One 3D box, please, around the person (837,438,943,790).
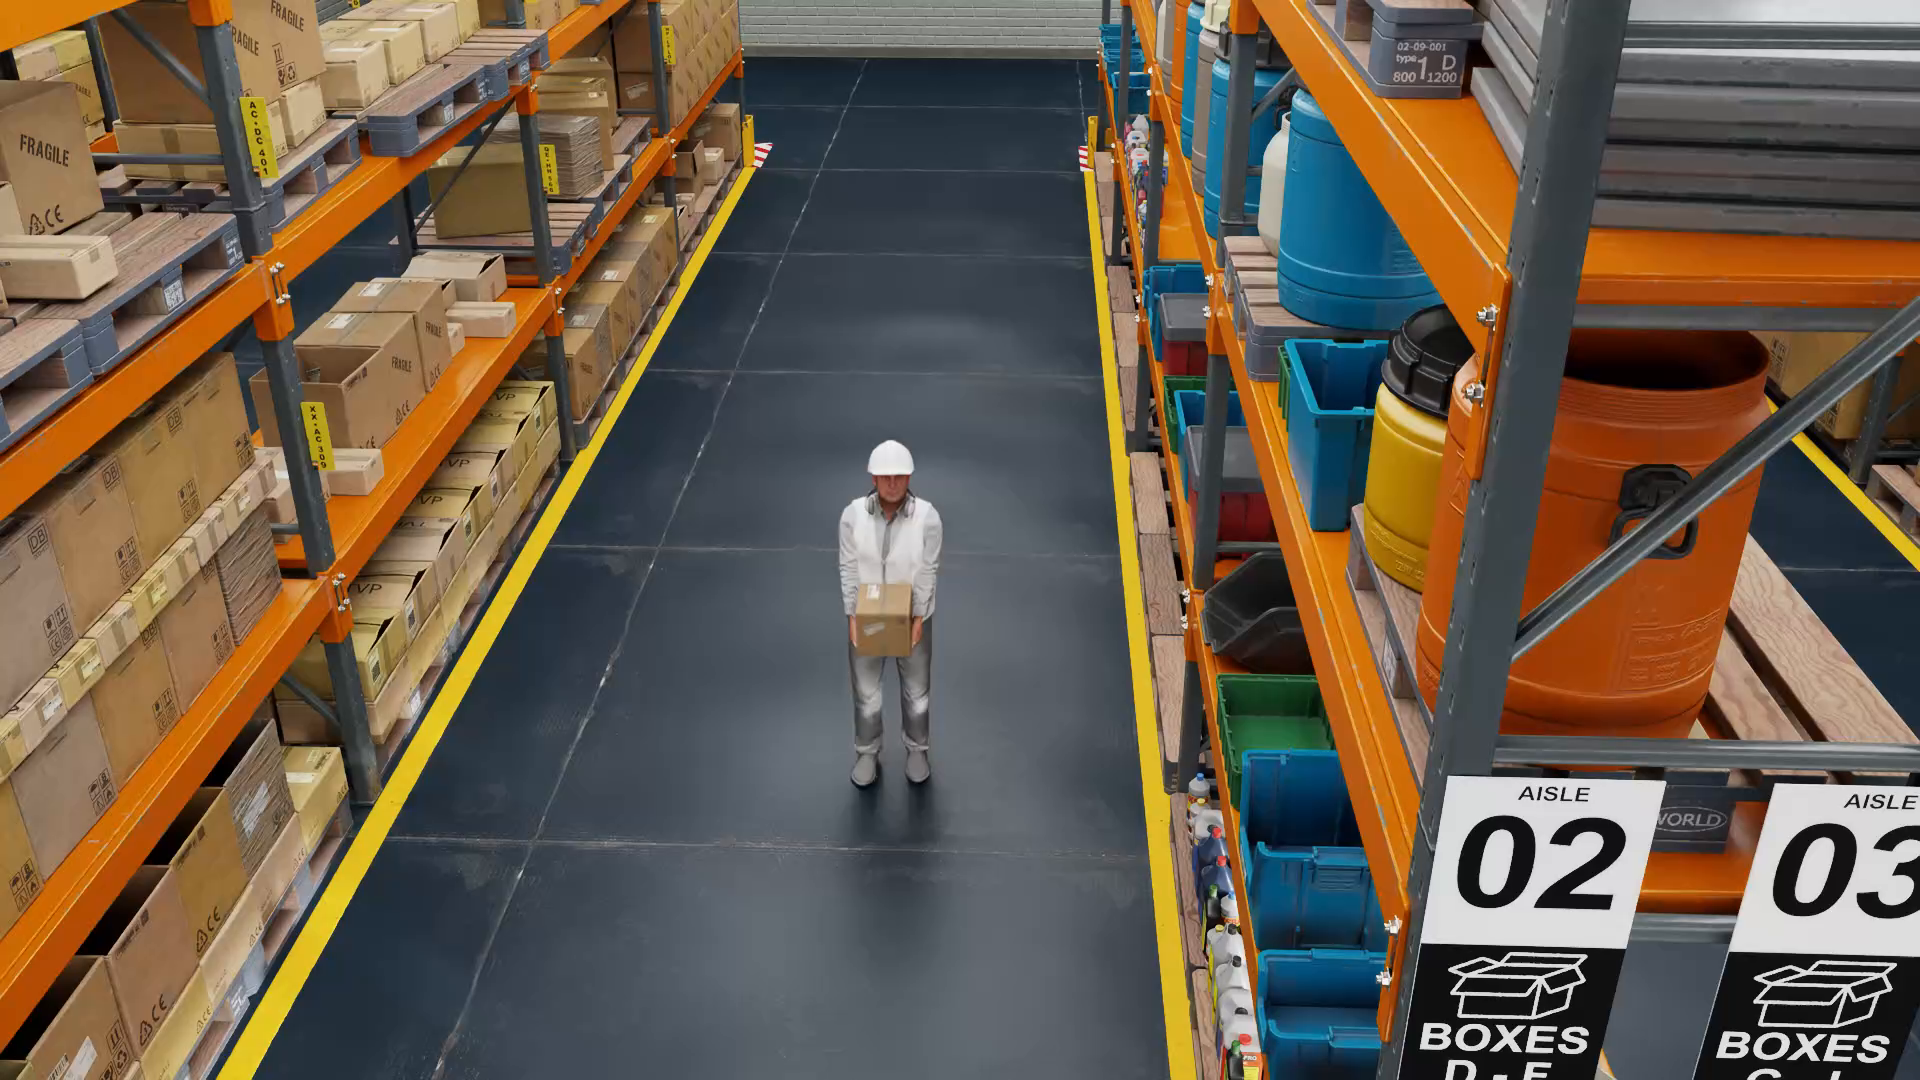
[{"bbox_3d":[-0.349,0.386,8.094,0.526,1.773,0.533,1,28,2],"label":"person"}]
